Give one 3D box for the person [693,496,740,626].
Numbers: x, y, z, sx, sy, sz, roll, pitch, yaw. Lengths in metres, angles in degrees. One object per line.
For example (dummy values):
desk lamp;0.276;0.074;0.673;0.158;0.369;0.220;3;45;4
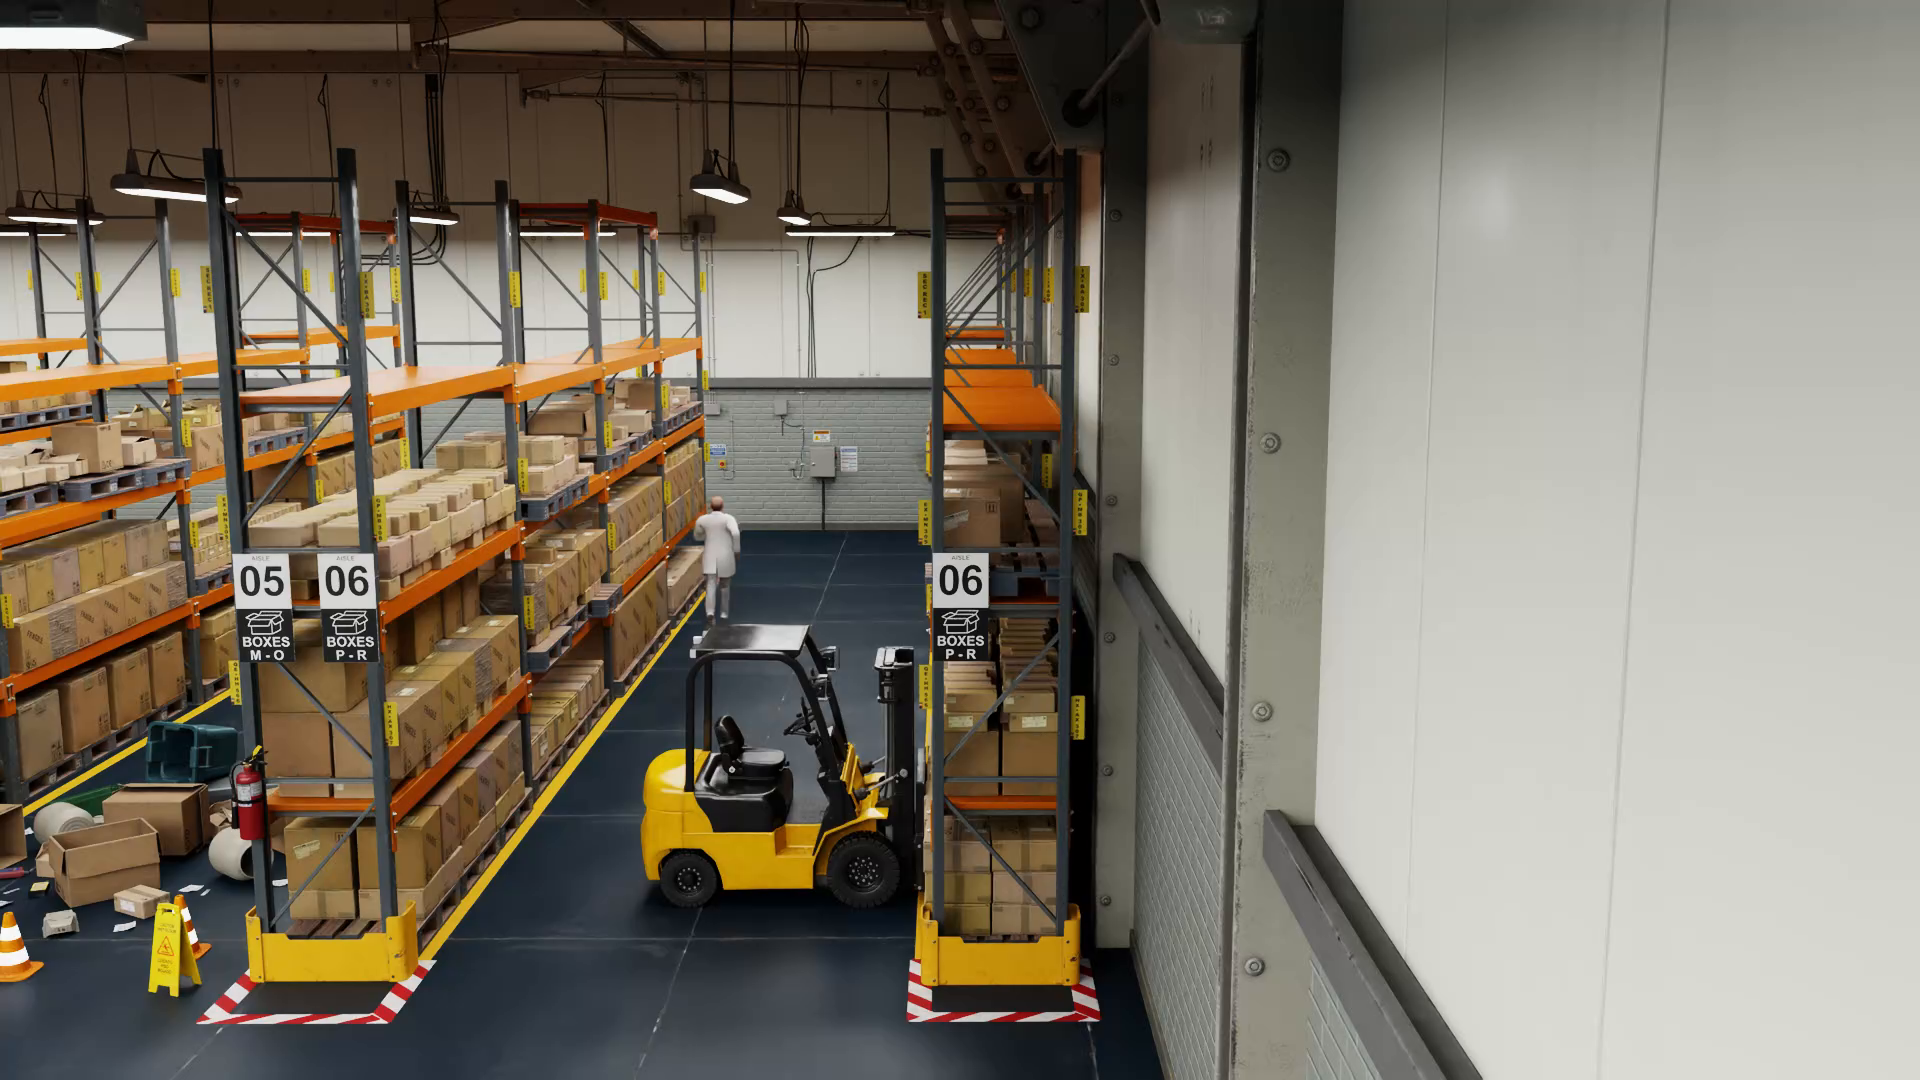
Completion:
person;-3.371;0.299;23.160;0.704;1.834;0.972;0;9;2
